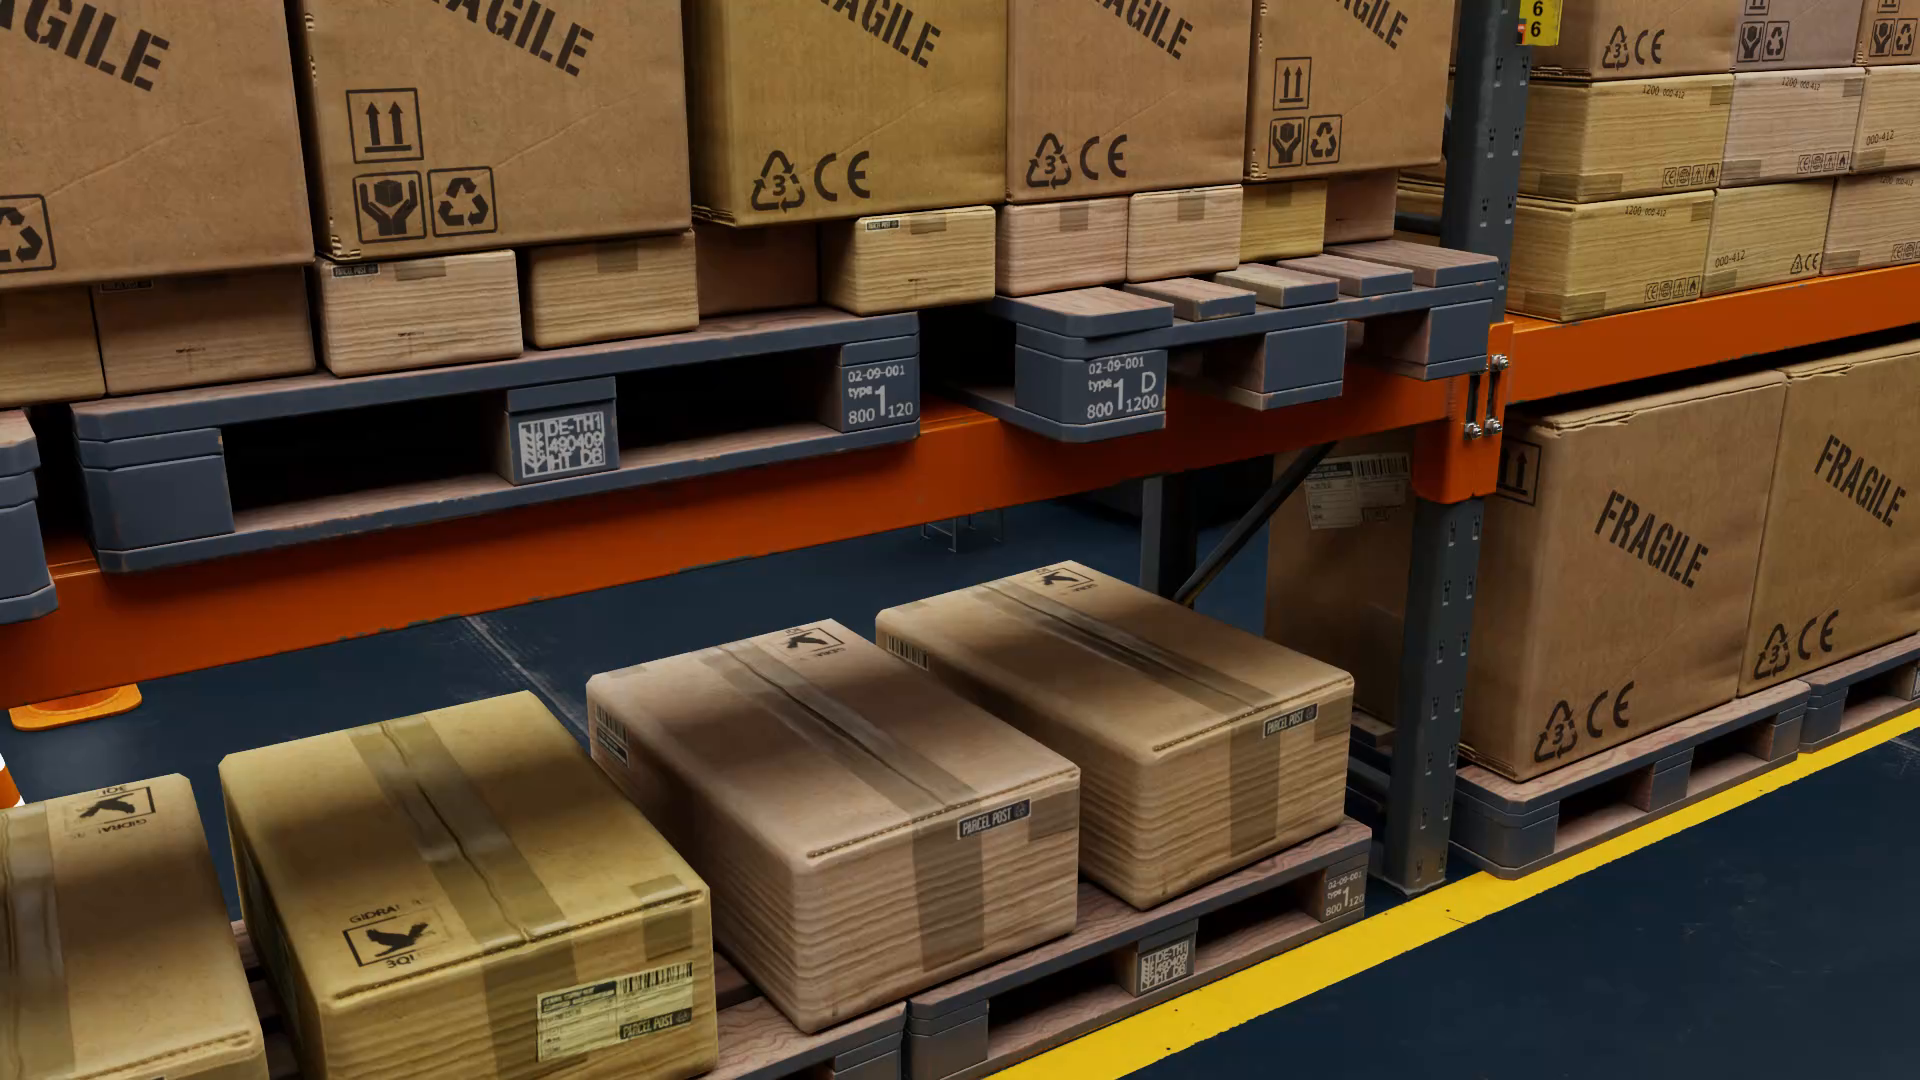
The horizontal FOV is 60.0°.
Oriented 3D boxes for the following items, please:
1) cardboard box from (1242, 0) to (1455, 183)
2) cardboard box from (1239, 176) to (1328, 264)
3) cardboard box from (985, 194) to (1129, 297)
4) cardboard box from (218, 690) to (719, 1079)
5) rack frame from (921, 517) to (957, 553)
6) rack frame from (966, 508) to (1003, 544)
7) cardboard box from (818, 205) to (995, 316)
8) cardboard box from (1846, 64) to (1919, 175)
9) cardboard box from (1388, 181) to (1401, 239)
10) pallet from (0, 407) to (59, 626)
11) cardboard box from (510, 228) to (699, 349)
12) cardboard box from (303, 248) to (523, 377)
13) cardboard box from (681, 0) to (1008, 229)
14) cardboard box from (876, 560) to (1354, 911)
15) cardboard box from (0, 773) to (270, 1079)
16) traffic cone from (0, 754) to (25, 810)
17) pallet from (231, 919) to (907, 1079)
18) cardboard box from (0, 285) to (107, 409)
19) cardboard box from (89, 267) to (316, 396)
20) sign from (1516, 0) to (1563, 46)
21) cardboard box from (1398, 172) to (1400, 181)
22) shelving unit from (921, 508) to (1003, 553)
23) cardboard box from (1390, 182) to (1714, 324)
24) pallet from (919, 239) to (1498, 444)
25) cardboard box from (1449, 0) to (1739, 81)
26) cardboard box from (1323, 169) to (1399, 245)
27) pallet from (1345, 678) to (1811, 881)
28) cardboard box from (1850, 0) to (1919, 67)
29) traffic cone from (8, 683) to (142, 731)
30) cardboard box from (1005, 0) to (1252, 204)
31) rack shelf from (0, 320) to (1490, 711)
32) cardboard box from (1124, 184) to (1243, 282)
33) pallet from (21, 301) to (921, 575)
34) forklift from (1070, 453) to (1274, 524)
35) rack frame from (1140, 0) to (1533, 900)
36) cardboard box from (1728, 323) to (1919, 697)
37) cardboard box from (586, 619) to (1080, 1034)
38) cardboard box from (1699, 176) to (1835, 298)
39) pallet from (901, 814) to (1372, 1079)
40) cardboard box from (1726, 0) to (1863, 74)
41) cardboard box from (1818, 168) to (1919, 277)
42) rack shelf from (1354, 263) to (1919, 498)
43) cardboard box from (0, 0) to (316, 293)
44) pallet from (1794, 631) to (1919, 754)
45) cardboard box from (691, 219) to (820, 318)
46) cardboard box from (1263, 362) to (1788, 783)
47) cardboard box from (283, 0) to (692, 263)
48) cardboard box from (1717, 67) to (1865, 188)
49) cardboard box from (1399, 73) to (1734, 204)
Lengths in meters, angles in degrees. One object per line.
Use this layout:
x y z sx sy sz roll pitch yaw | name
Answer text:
0.577 -0.974 3.165 0.500 0.500 0.500 -13 22 -33 | cardboard box
0.475 -0.634 3.172 0.250 0.149 0.380 -12 22 -31 | cardboard box
0.075 -0.535 2.881 0.250 0.149 0.380 -13 23 -34 | cardboard box
-0.922 0.666 3.039 0.625 0.372 0.950 -11 22 -30 | cardboard box
-0.078 -0.410 6.052 0.006 0.900 0.240 -12 22 -31 | rack frame
0.092 -0.446 6.158 0.006 0.900 0.240 -12 22 -31 | rack frame
-0.148 -0.483 2.726 0.250 0.149 0.380 -11 22 -30 | cardboard box
2.218 -1.105 4.284 0.500 0.250 0.500 -12 22 -32 | cardboard box
1.083 -0.829 4.246 0.500 0.250 0.500 -13 23 -33 | cardboard box
-1.819 -0.041 1.983 1.213 0.211 1.003 -12 22 -31 | pallet
-0.591 -0.406 2.499 0.250 0.149 0.380 -13 22 -33 | cardboard box
-0.798 -0.351 2.337 0.250 0.149 0.380 -11 22 -29 | cardboard box
-0.270 -0.791 2.623 0.500 0.500 0.500 -14 23 -35 | cardboard box
0.326 0.402 3.820 0.625 0.372 0.950 -14 23 -35 | cardboard box
-1.502 0.789 2.675 0.625 0.372 0.950 -10 21 -28 | cardboard box
-2.272 0.572 3.829 0.334 0.463 0.336 -12 22 -31 | traffic cone
-0.868 0.931 3.162 1.213 0.211 1.003 -12 22 -31 | pallet
-1.256 -0.275 2.112 0.250 0.149 0.380 -12 22 -31 | cardboard box
-1.049 -0.318 2.240 0.250 0.149 0.380 -12 22 -31 | cardboard box
1.110 -1.109 3.156 0.005 0.325 0.100 -12 22 -31 | sign
1.068 -1.060 4.150 0.500 0.250 0.500 -12 22 -32 | cardboard box
0.007 -0.428 6.105 0.210 0.900 0.258 -12 22 -31 | shelving unit
1.351 -0.689 3.833 0.500 0.250 0.500 -12 22 -32 | cardboard box
0.267 -0.496 3.328 1.003 0.211 1.213 -12 22 -31 | pallet
1.350 -1.284 3.640 0.500 0.500 0.500 -13 22 -33 | cardboard box
0.659 -0.700 3.369 0.250 0.149 0.380 -11 22 -29 | cardboard box
1.503 0.461 4.551 1.213 0.211 1.003 -12 22 -31 | pallet
2.199 -1.460 4.164 0.500 0.500 0.500 -11 22 -30 | cardboard box
-2.579 0.254 4.771 0.334 0.463 0.336 -12 22 -31 | traffic cone
0.151 -0.880 2.887 0.500 0.500 0.500 -12 22 -32 | cardboard box
-0.867 -0.048 2.826 4.000 0.370 1.077 -12 22 -31 | rack shelf
0.289 -0.577 3.006 0.250 0.149 0.380 -12 22 -32 | cardboard box
-0.827 -0.291 2.720 1.213 0.211 1.003 -12 22 -31 | pallet
1.546 -1.826 7.070 3.031 2.935 1.130 -16 24 -39 | forklift
0.803 -0.741 3.753 0.127 3.000 1.000 -12 22 -31 | rack frame
2.173 -0.189 4.782 0.875 0.875 0.875 -12 22 -31 | cardboard box
-0.286 0.534 3.429 0.625 0.372 0.950 -12 22 -32 | cardboard box
1.770 -0.784 4.115 0.500 0.250 0.500 -13 22 -33 | cardboard box
0.150 0.717 3.794 1.213 0.211 1.003 -12 22 -31 | pallet
1.759 -1.373 3.907 0.500 0.500 0.500 -12 22 -31 | cardboard box
2.211 -0.875 4.383 0.500 0.250 0.500 -11 22 -30 | cardboard box
2.474 -0.753 4.910 4.000 0.370 1.077 -12 22 -31 | rack shelf
-1.150 -0.601 2.064 0.500 0.500 0.500 -12 22 -32 | cardboard box
2.521 0.248 5.183 1.213 0.211 1.003 -12 22 -31 | pallet
-0.427 -0.472 2.695 0.250 0.149 0.380 -12 22 -31 | cardboard box
1.426 -0.033 4.320 0.875 0.875 0.875 -12 22 -32 | cardboard box
-0.726 -0.695 2.340 0.500 0.500 0.500 -13 23 -34 | cardboard box
1.795 -1.021 4.034 0.500 0.250 0.500 -11 22 -30 | cardboard box
1.362 -0.930 3.766 0.500 0.250 0.500 -12 22 -32 | cardboard box
